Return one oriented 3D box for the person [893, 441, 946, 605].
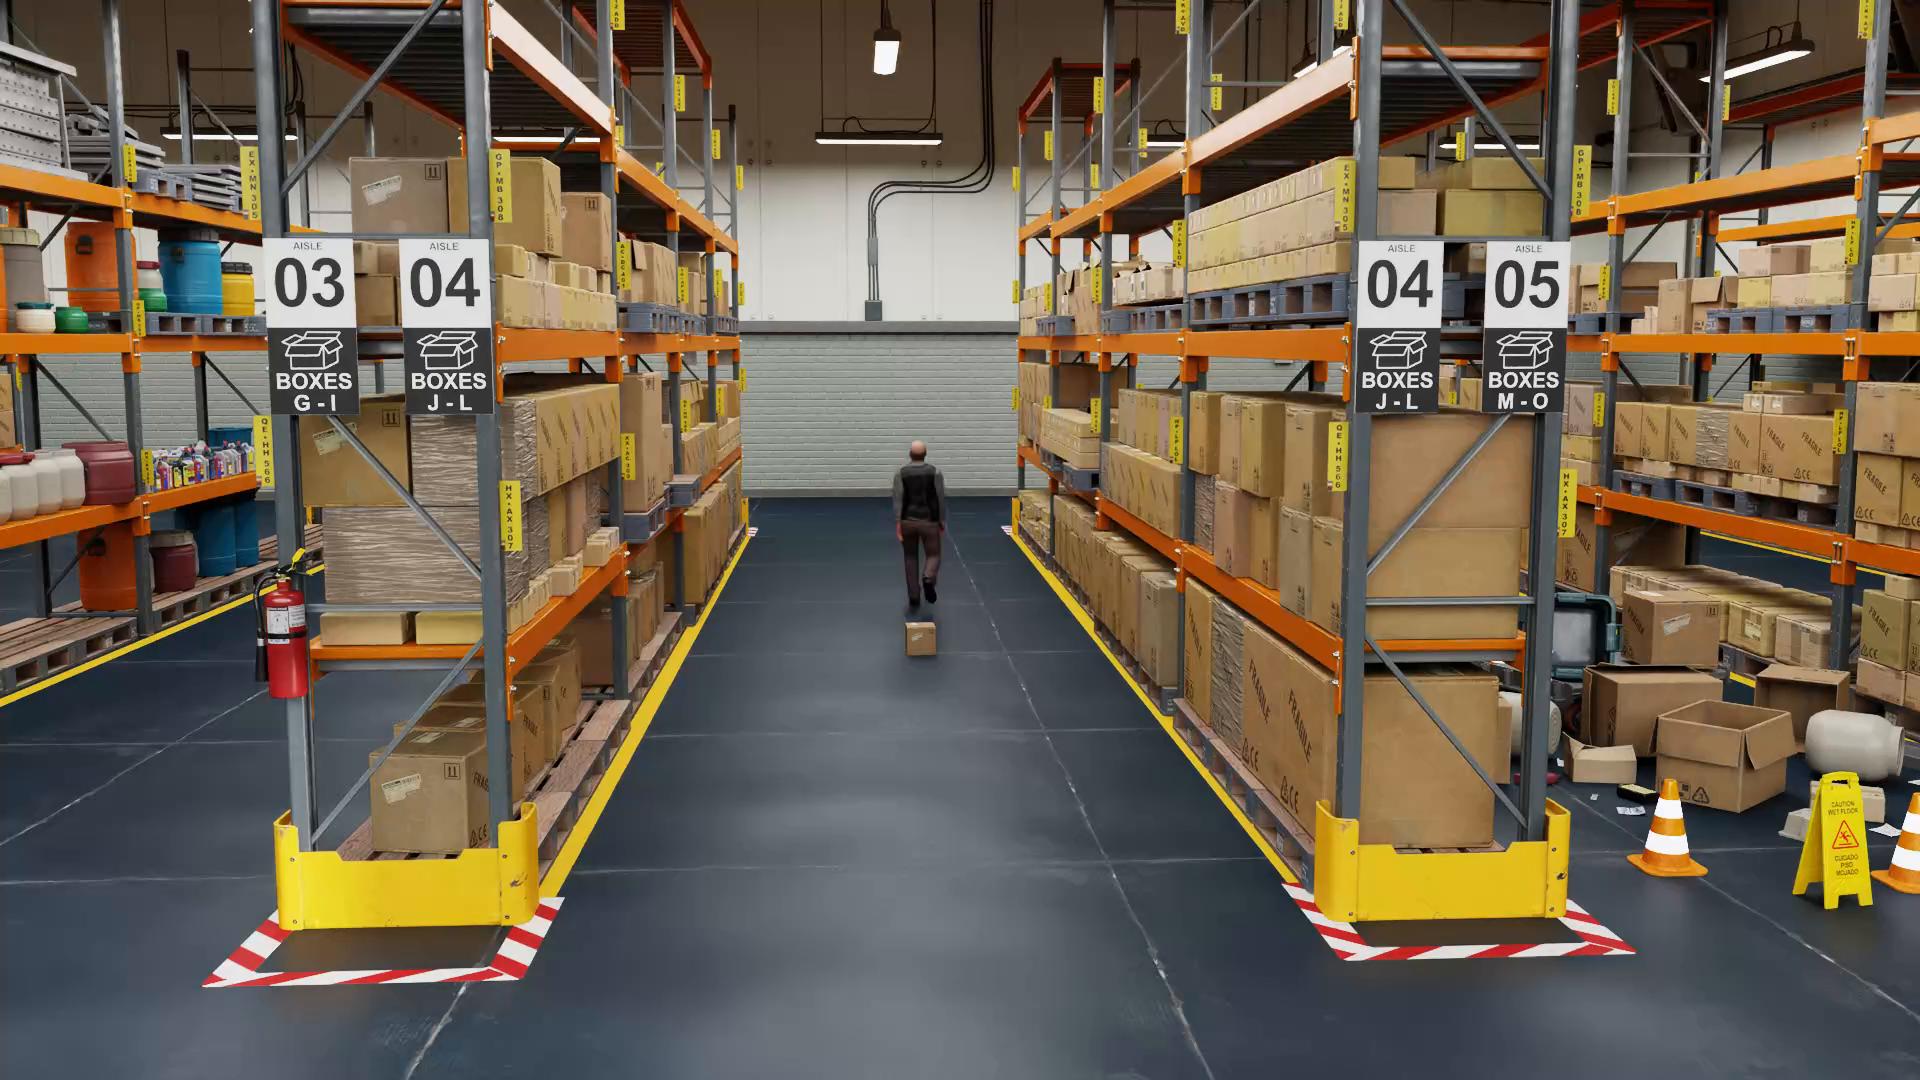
[{"bbox_3d":[-0.418,-0.167,17.082,0.539,1.702,0.706,0,7,2],"label":"person"}]
